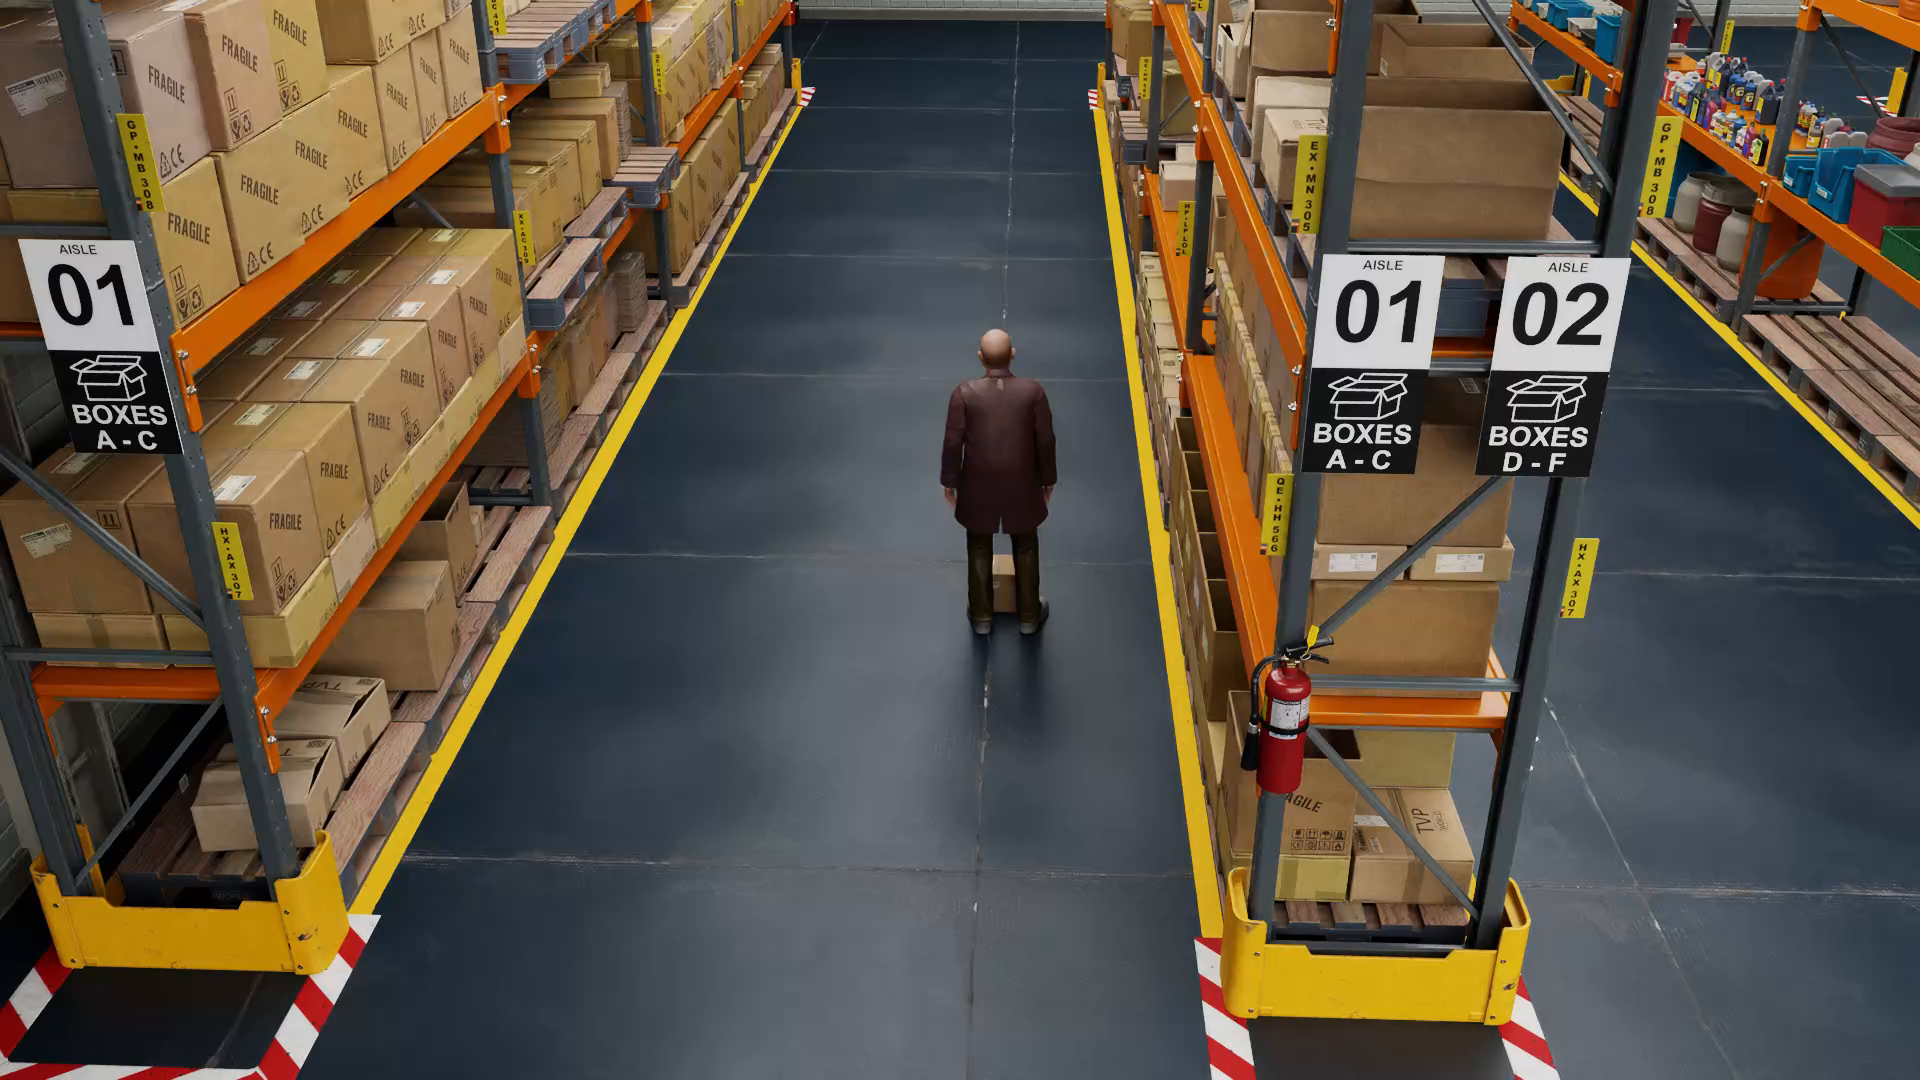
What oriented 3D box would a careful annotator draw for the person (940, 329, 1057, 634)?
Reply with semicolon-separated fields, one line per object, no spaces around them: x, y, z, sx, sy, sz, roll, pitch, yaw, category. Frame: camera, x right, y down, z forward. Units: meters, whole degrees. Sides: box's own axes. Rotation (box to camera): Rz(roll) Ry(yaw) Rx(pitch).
0.214;-0.311;9.231;0.653;1.774;0.422;0;28;0;person
